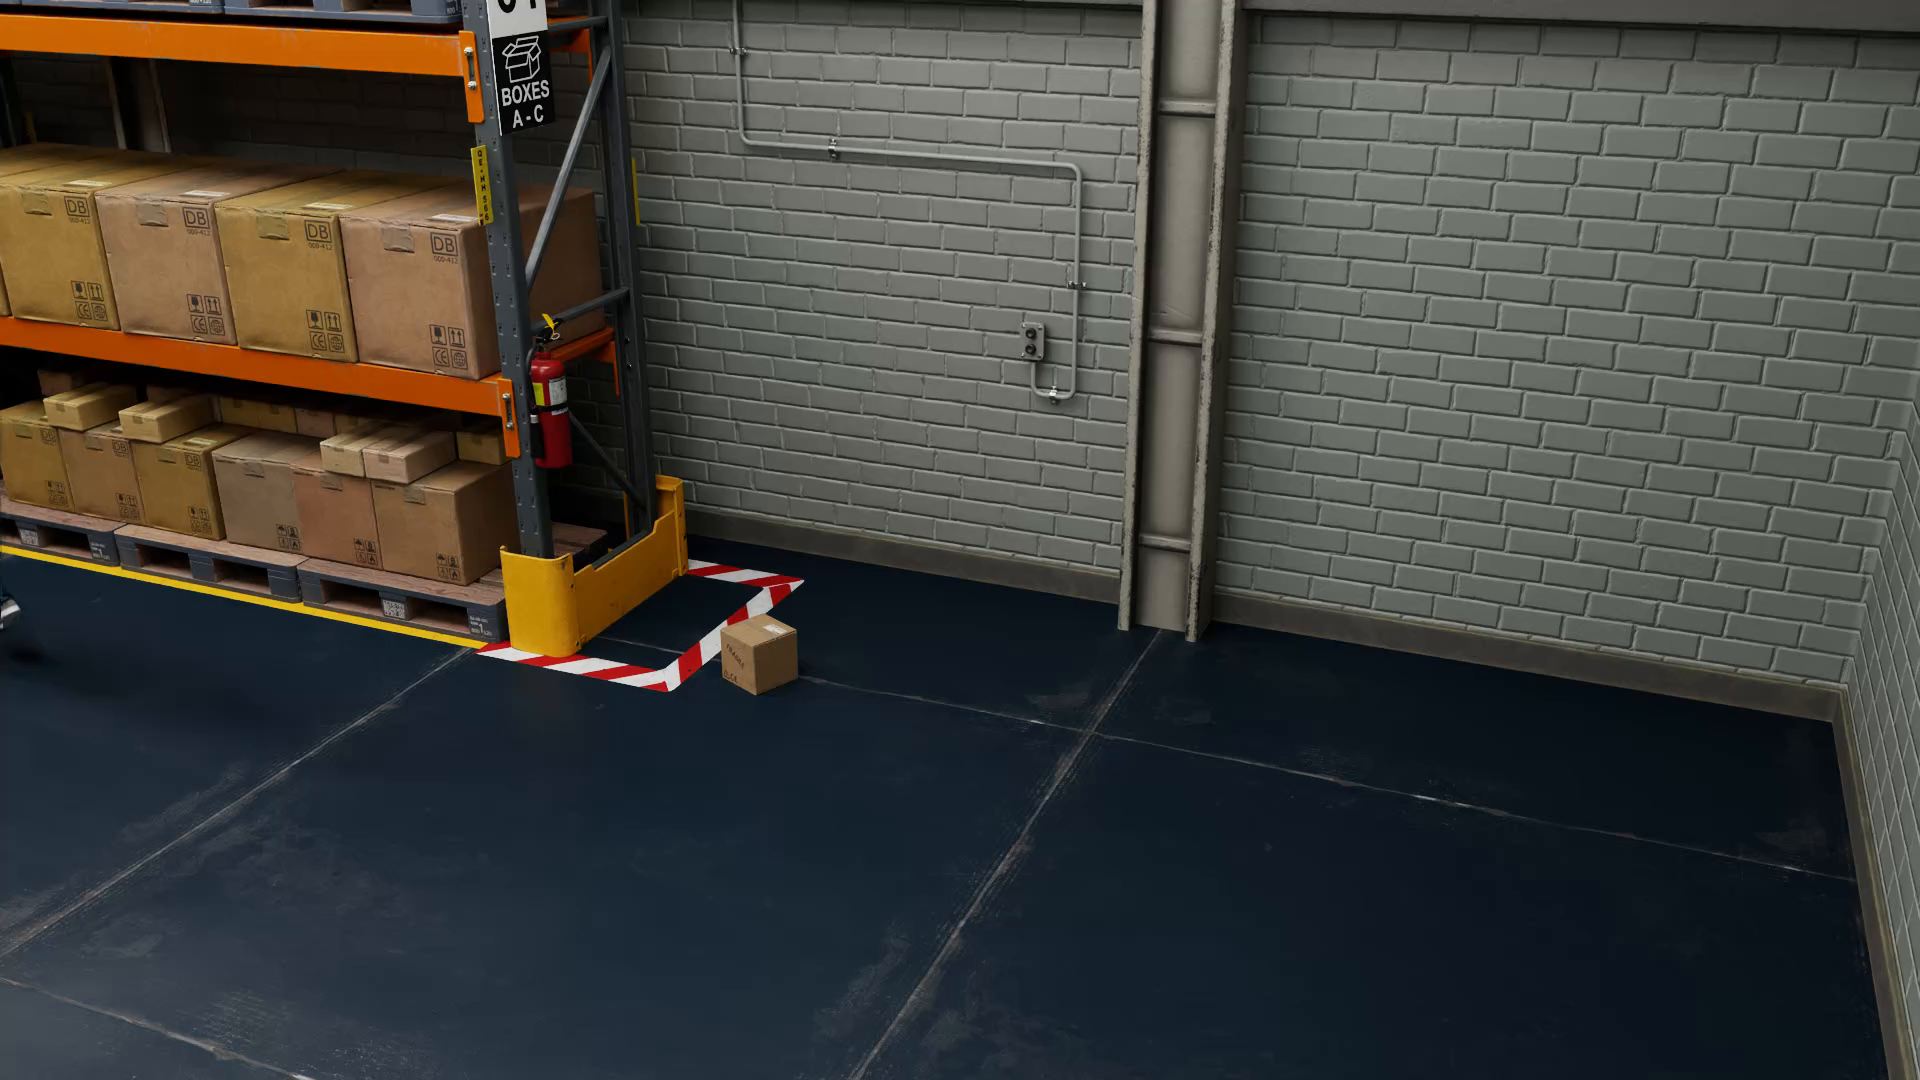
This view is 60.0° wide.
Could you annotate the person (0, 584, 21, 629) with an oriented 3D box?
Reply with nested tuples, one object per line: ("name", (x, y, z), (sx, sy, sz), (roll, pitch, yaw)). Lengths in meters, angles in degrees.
("person", (-4.820, -0.228, 7.625), (0.819, 1.570, 0.409), (9, 24, 21))
